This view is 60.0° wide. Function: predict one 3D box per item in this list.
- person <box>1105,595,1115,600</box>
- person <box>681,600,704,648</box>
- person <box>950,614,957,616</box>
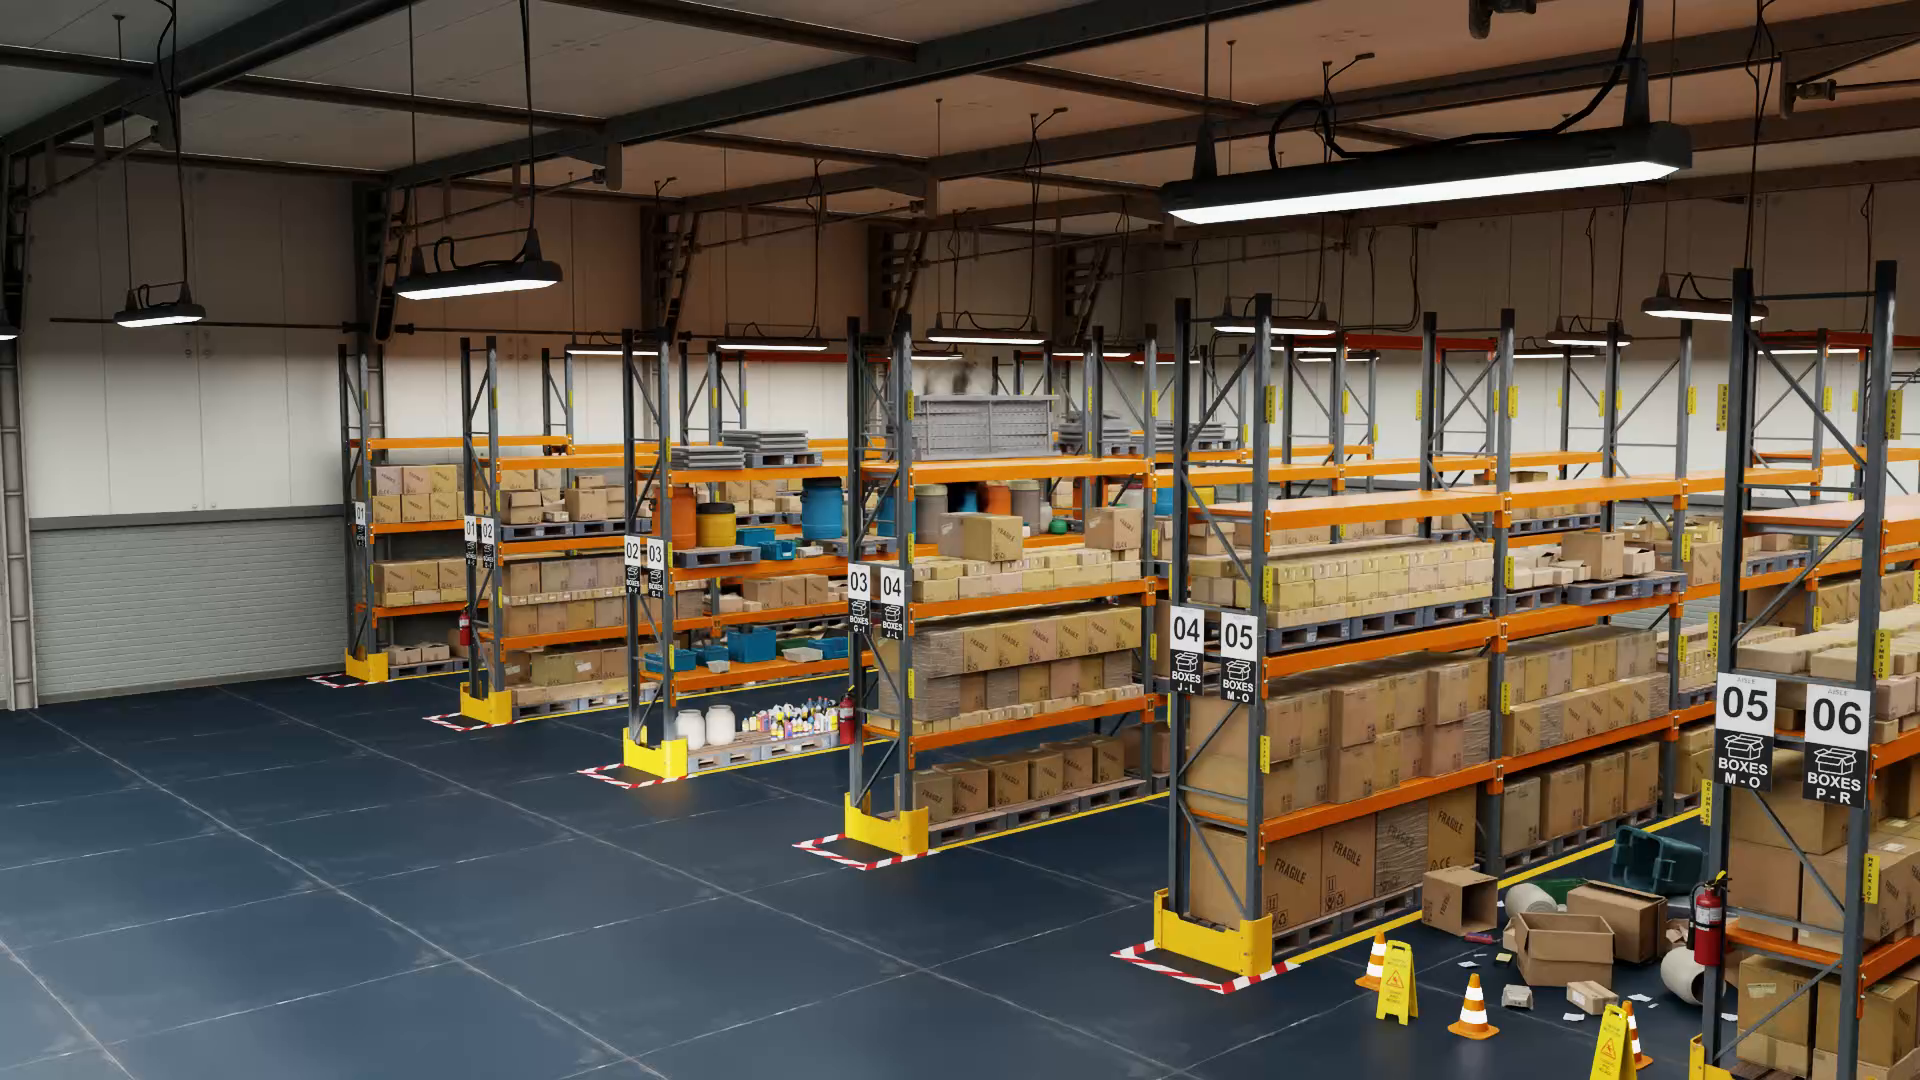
[{"bbox_3d":[2.965,1.483,31.013,0.689,1.788,0.912,4,7,39],"label":"person"},{"bbox_3d":[-5.050,1.573,30.946,0.529,1.661,0.569,-5,7,-42],"label":"person"},{"bbox_3d":[-0.195,1.465,30.039,0.811,1.655,0.584,-5,7,-44],"label":"person"}]
